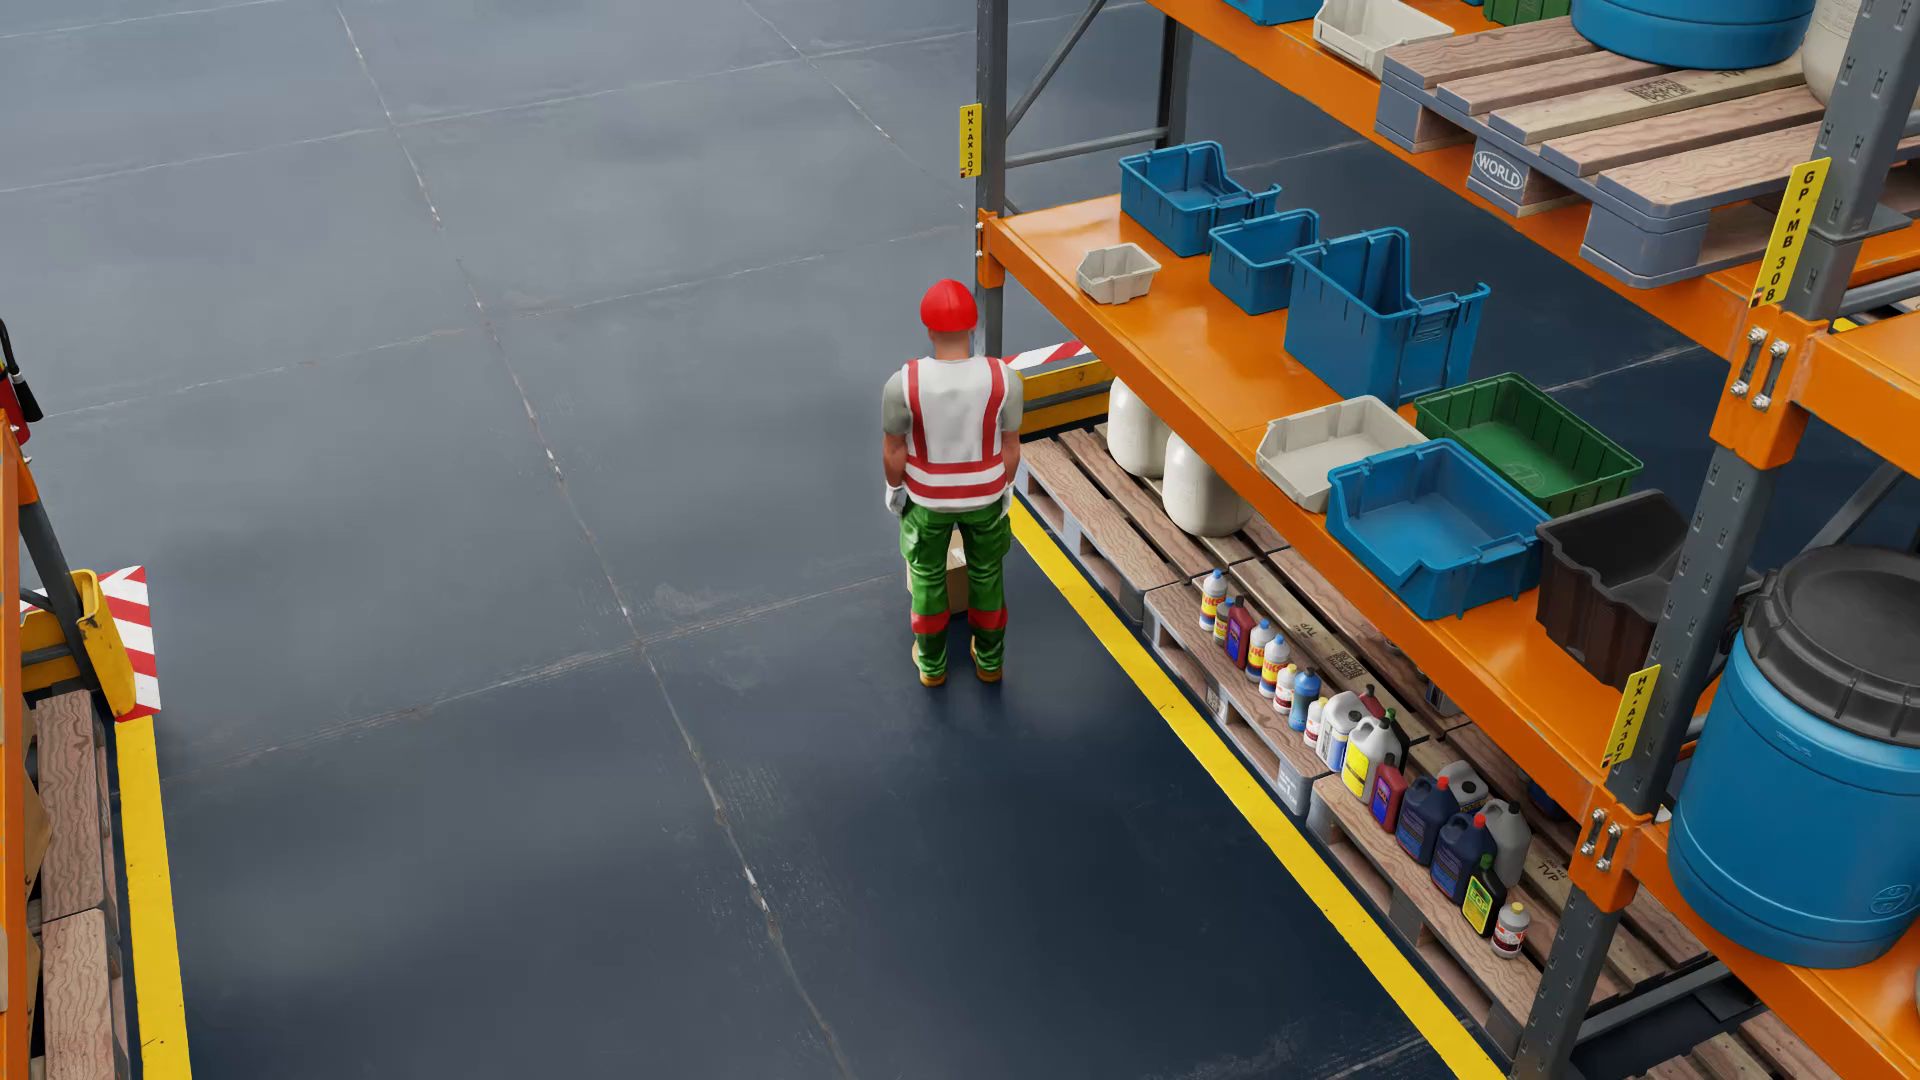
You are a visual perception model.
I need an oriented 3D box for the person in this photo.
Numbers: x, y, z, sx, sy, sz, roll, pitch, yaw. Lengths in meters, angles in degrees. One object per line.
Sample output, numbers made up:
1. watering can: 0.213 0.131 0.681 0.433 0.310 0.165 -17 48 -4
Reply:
1. person: -0.031 -0.189 6.387 0.526 1.780 0.344 -3 37 -4
